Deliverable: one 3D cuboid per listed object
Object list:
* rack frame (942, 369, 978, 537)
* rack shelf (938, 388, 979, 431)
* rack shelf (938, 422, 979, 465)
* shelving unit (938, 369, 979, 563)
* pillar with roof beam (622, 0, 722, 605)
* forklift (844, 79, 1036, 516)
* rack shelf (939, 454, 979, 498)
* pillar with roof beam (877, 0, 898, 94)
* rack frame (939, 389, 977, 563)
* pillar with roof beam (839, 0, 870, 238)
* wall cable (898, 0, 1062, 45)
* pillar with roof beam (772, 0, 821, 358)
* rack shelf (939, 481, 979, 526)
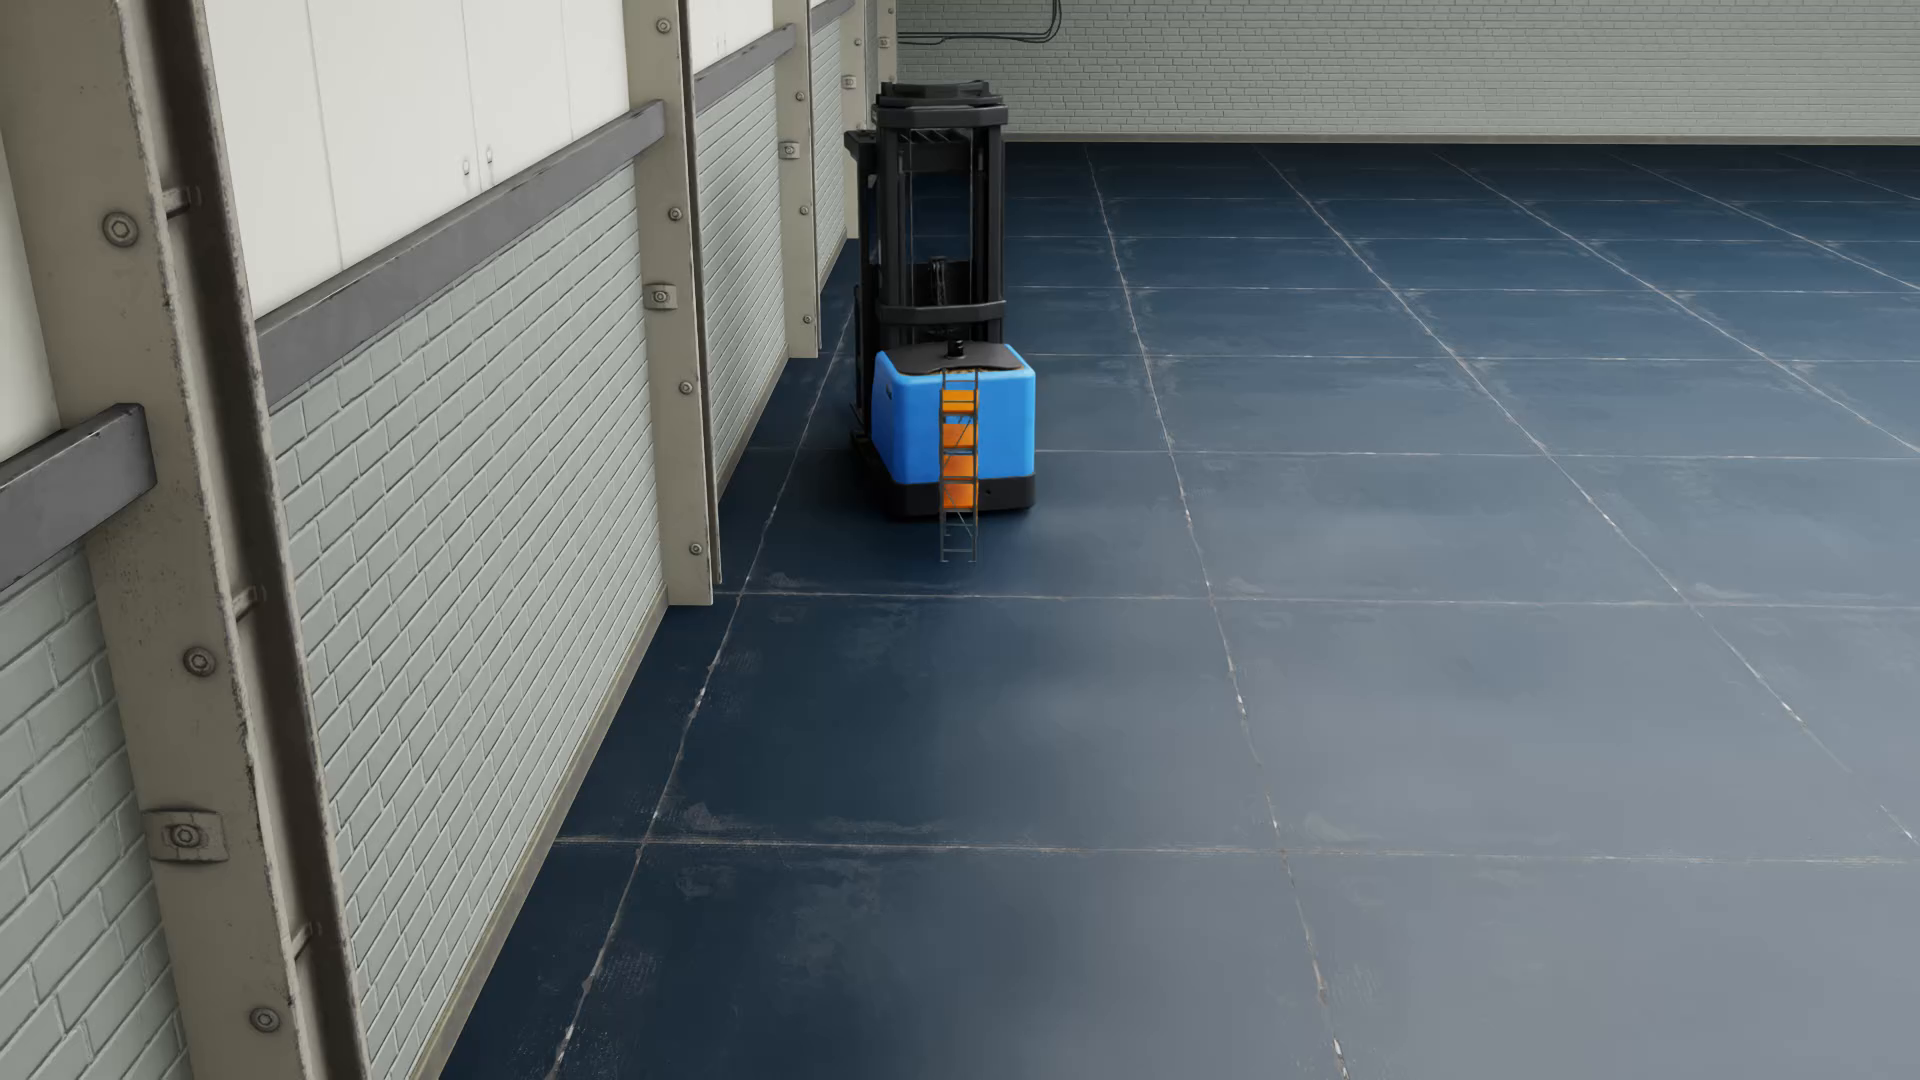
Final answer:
[{"bbox_3d":[0.002,-0.588,11.385,0.240,1.200,0.015,1,21,2],"label":"rack frame"},{"bbox_3d":[-0.005,-0.866,11.015,0.258,0.148,0.480,1,21,2],"label":"rack shelf"},{"bbox_3d":[-0.005,-0.645,11.101,0.258,0.148,0.480,1,21,2],"label":"rack shelf"},{"bbox_3d":[-0.005,-0.500,11.158,0.258,1.200,0.503,1,21,2],"label":"shelving unit"},{"bbox_3d":[2.591,-3.810,8.907,9.100,9.000,0.400,1,21,2],"label":"pillar with roof beam"},{"bbox_3d":[-0.264,-2.033,12.717,1.130,2.935,3.031,-4,22,-11],"label":"forklift"},{"bbox_3d":[-0.005,-0.437,11.182,0.258,0.148,0.480,1,21,2],"label":"rack shelf"},{"bbox_3d":[3.139,-10.318,25.681,9.100,9.000,0.400,1,21,2],"label":"pillar with roof beam"},{"bbox_3d":[-0.012,-0.411,10.930,0.240,1.200,0.015,1,21,2],"label":"rack frame"},{"bbox_3d":[2.956,-8.148,20.090,9.100,9.000,0.400,1,21,2],"label":"pillar with roof beam"},{"bbox_3d":[0.247,-9.968,29.072,3.097,2.526,0.112,1,21,2],"label":"wall cable"},{"bbox_3d":[2.774,-5.979,14.499,9.100,9.000,0.400,1,21,2],"label":"pillar with roof beam"},{"bbox_3d":[-0.005,-0.252,11.254,0.258,0.148,0.480,1,21,2],"label":"rack shelf"}]
